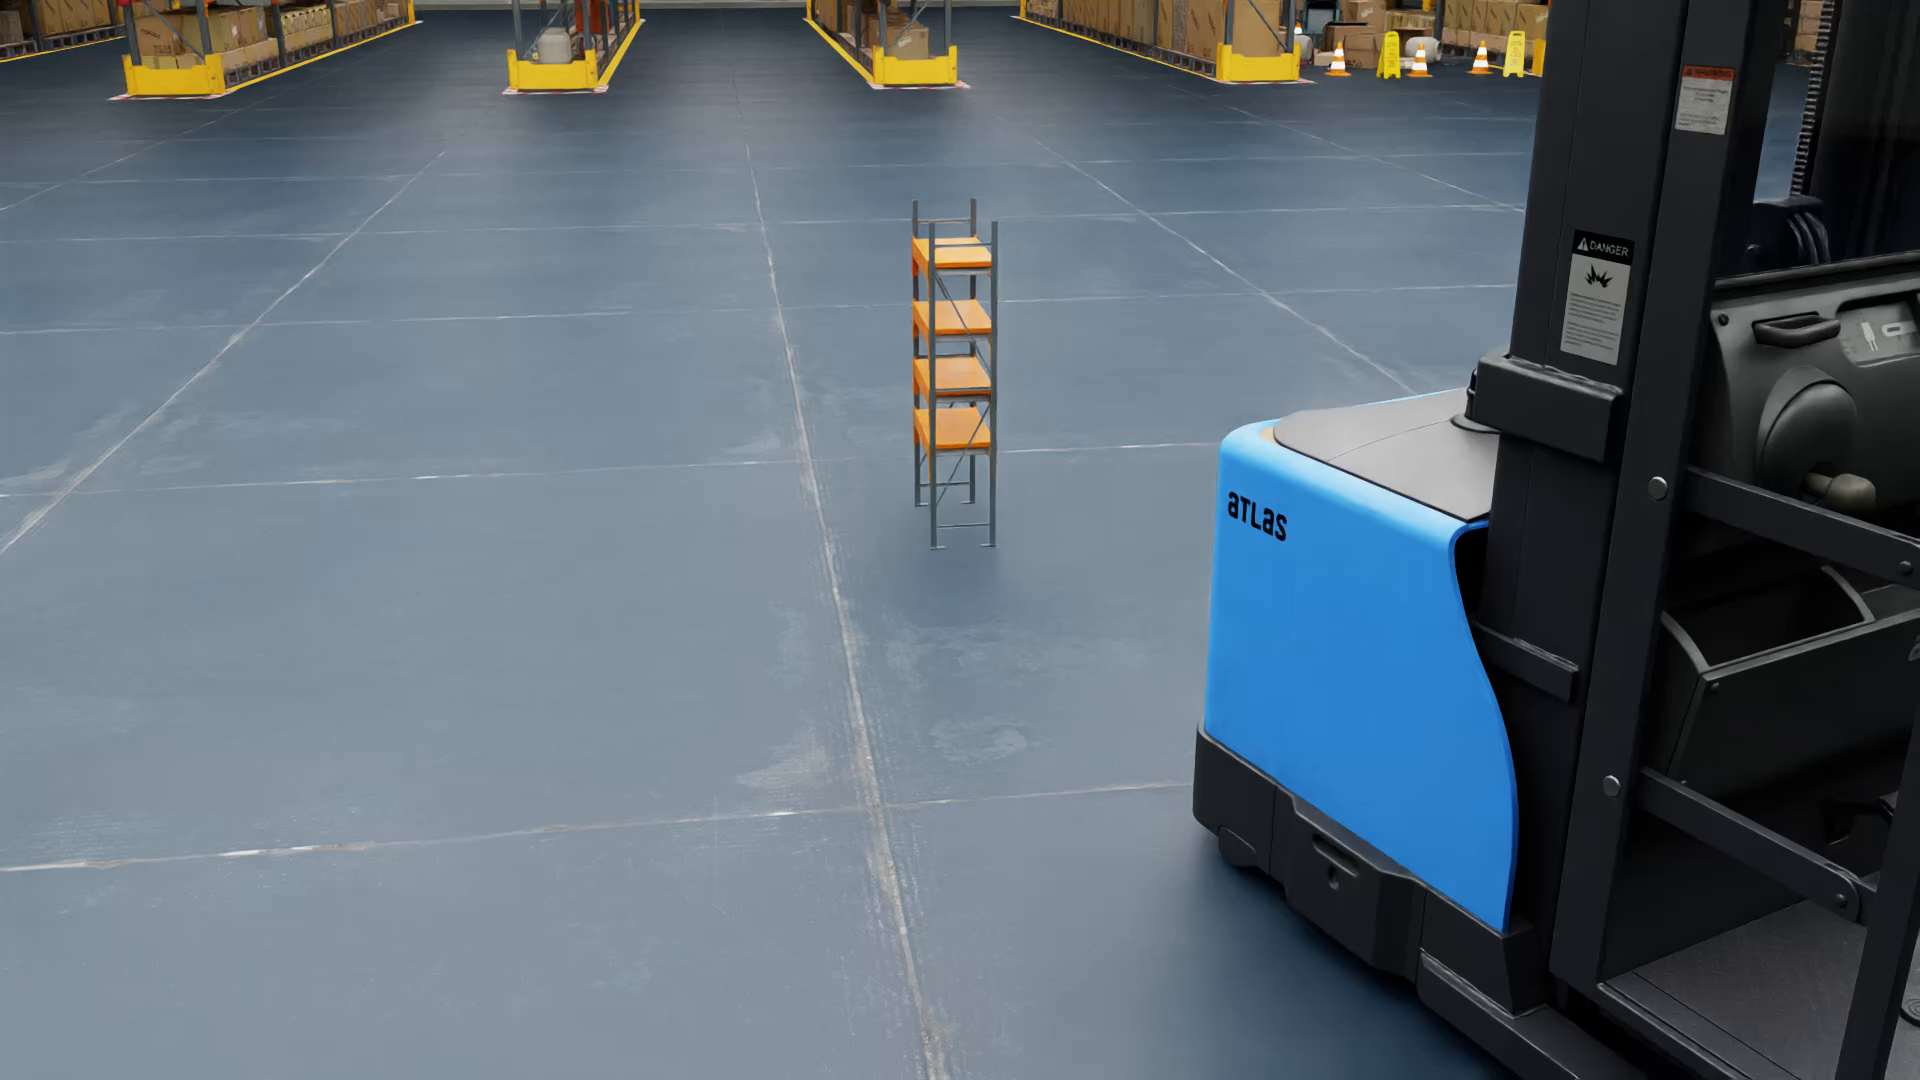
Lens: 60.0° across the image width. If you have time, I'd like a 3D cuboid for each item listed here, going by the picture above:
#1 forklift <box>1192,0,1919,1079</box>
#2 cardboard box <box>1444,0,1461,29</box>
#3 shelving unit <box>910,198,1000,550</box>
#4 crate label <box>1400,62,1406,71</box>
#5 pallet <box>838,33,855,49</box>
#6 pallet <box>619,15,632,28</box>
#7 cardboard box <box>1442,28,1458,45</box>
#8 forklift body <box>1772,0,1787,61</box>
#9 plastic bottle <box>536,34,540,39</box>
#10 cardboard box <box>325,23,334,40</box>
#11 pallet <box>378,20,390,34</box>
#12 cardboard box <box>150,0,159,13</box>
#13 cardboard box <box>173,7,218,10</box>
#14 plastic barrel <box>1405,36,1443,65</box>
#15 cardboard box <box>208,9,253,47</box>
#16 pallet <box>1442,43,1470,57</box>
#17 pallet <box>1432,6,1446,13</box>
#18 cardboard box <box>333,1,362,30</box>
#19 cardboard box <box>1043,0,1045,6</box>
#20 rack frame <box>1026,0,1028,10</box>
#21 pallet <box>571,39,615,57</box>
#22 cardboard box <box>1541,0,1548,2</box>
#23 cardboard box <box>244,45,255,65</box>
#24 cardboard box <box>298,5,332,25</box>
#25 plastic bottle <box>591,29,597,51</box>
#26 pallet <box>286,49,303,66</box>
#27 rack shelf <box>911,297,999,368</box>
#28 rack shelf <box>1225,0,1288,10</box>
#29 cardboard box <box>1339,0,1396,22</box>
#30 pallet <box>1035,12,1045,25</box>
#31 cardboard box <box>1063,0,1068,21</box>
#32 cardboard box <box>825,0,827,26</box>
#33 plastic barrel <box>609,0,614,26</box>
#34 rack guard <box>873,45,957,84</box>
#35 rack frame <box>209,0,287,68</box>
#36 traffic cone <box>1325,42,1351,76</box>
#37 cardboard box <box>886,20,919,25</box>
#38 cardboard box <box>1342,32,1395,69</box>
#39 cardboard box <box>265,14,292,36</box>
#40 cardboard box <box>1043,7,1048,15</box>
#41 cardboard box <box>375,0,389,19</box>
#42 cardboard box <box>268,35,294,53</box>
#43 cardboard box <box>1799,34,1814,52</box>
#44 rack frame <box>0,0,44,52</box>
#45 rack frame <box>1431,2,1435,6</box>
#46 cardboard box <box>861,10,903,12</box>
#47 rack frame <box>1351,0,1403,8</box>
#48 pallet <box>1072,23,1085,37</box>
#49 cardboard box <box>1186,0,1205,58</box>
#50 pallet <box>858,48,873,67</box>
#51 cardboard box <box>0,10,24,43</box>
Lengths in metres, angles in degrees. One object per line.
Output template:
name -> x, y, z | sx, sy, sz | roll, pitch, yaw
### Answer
forklift -> 1.728, -0.256, 2.712 | 1.130, 2.935, 3.031 | -11, 23, -26
cardboard box -> 8.423, -8.792, 27.726 | 0.500, 0.500, 0.500 | -2, 21, -5
shelving unit -> -0.024, -0.619, 6.160 | 0.258, 1.200, 0.503 | -3, 21, -8
crate label -> 6.619, -7.203, 25.305 | 0.250, 0.136, 0.298 | -15, 25, -35
pallet -> -1.667, -9.058, 30.166 | 1.003, 0.211, 1.213 | -3, 21, -8
pallet -> -7.580, -11.139, 35.739 | 1.003, 0.211, 1.213 | -3, 21, -8
cardboard box -> 8.423, -8.440, 27.857 | 0.500, 0.250, 0.500 | -4, 21, -10
forklift body -> 12.014, -8.783, 26.658 | 2.313, 2.155, 1.214 | -3, 21, -8
plastic bottle -> -6.282, -7.388, 24.866 | 0.144, 0.351, 0.185 | -2, 21, -6
cardboard box -> -11.264, -8.875, 29.021 | 0.500, 0.250, 0.500 | -2, 21, -6
pallet -> -12.256, -10.453, 33.901 | 1.003, 0.211, 1.213 | -3, 21, -8
cardboard box -> -17.364, -11.270, 35.077 | 0.700, 0.500, 0.500 | -3, 21, -8
cardboard box -> -11.104, -7.489, 24.237 | 0.500, 0.500, 0.500 | -3, 21, -8
plastic barrel -> 7.386, -7.797, 26.486 | 0.512, 0.421, 0.421 | 12, 24, 30
cardboard box -> -10.499, -7.343, 23.847 | 0.500, 0.500, 0.500 | -3, 21, -8
pallet -> 8.737, -8.212, 27.903 | 1.003, 0.211, 1.213 | -3, 21, -8
pallet -> 11.913, -12.547, 39.509 | 1.003, 0.211, 1.213 | -3, 21, -8
cardboard box -> -11.593, -9.879, 31.322 | 0.500, 0.500, 0.500 | -4, 21, -10
cardboard box -> 2.061, -11.975, 37.040 | 0.380, 0.149, 0.250 | -2, 21, -5
rack frame -> 1.991, -13.620, 38.395 | 1.000, 3.000, 0.127 | -3, 21, -8
pallet -> -6.434, -8.387, 28.370 | 1.003, 0.211, 1.213 | -3, 21, -8
cardboard box -> 9.191, -8.281, 26.358 | 0.500, 0.500, 0.500 | -3, 21, -7
cardboard box -> -10.500, -6.991, 23.978 | 0.500, 0.250, 0.500 | -3, 21, -8
cardboard box -> -11.262, -9.139, 28.925 | 0.500, 0.311, 0.500 | -2, 21, -6
plastic bottle -> -5.725, -7.757, 25.854 | 0.144, 0.351, 0.185 | -3, 21, -9
pallet -> -11.150, -7.698, 26.526 | 1.003, 0.211, 1.213 | -3, 21, -8
rack shelf -> -0.024, -0.766, 6.105 | 0.258, 0.148, 0.480 | -3, 21, -8
rack shelf -> 4.009, -8.435, 25.542 | 1.077, 0.370, 4.000 | -3, 21, -8
cardboard box -> 8.011, -10.579, 32.690 | 0.875, 0.875, 0.875 | -3, 21, -8
pallet -> 2.257, -11.583, 36.926 | 1.003, 0.211, 1.213 | -3, 21, -8
cardboard box -> 2.412, -10.991, 34.330 | 0.500, 0.500, 0.500 | -2, 21, -6
cardboard box -> -1.978, -10.385, 32.171 | 1.225, 0.875, 0.875 | -3, 21, -8
plastic barrel -> -7.092, -10.549, 32.572 | 0.600, 0.901, 0.708 | -3, 21, -8
rack guard -> -0.636, -6.720, 23.494 | 1.175, 0.500, 0.348 | -3, 21, -8
rack frame -> -11.005, -8.751, 25.360 | 1.000, 3.000, 0.127 | -3, 21, -8
traffic cone -> 5.626, -7.147, 24.690 | 0.336, 0.463, 0.334 | -3, 21, -8
cardboard box -> -0.926, -7.726, 25.587 | 0.500, 0.500, 0.500 | -5, 21, -13
cardboard box -> 6.423, -7.676, 26.048 | 0.637, 0.503, 0.797 | 17, 27, 39
cardboard box -> -10.818, -8.078, 26.086 | 0.500, 0.311, 0.500 | -3, 21, -8
cardboard box -> 2.025, -11.573, 36.389 | 0.380, 0.149, 0.250 | -3, 21, -8
cardboard box -> -12.434, -11.208, 34.877 | 0.797, 0.503, 0.637 | -3, 21, -8
cardboard box -> -10.818, -7.812, 26.175 | 0.500, 0.250, 0.500 | -3, 21, -9
cardboard box -> 13.650, -7.844, 26.261 | 0.500, 0.250, 0.500 | -3, 21, -8
rack frame -> -16.483, -9.885, 28.396 | 1.000, 3.000, 0.127 | -3, 21, -8
rack frame -> 11.786, -14.156, 39.831 | 1.000, 3.000, 0.127 | -3, 21, -8
cardboard box -> -1.319, -8.665, 28.072 | 0.700, 0.500, 0.500 | -3, 21, -8
rack frame -> 8.028, -11.134, 31.741 | 1.000, 3.000, 0.127 | -3, 21, -8
pallet -> 2.861, -10.236, 33.320 | 1.003, 0.211, 1.213 | -3, 21, -8
cardboard box -> 4.006, -7.817, 25.296 | 0.875, 0.875, 0.875 | -3, 21, -9
pallet -> -1.070, -7.713, 26.565 | 1.003, 0.211, 1.213 | -3, 21, -8
cardboard box -> -16.328, -8.674, 28.096 | 0.700, 0.500, 0.500 | -3, 21, -7
